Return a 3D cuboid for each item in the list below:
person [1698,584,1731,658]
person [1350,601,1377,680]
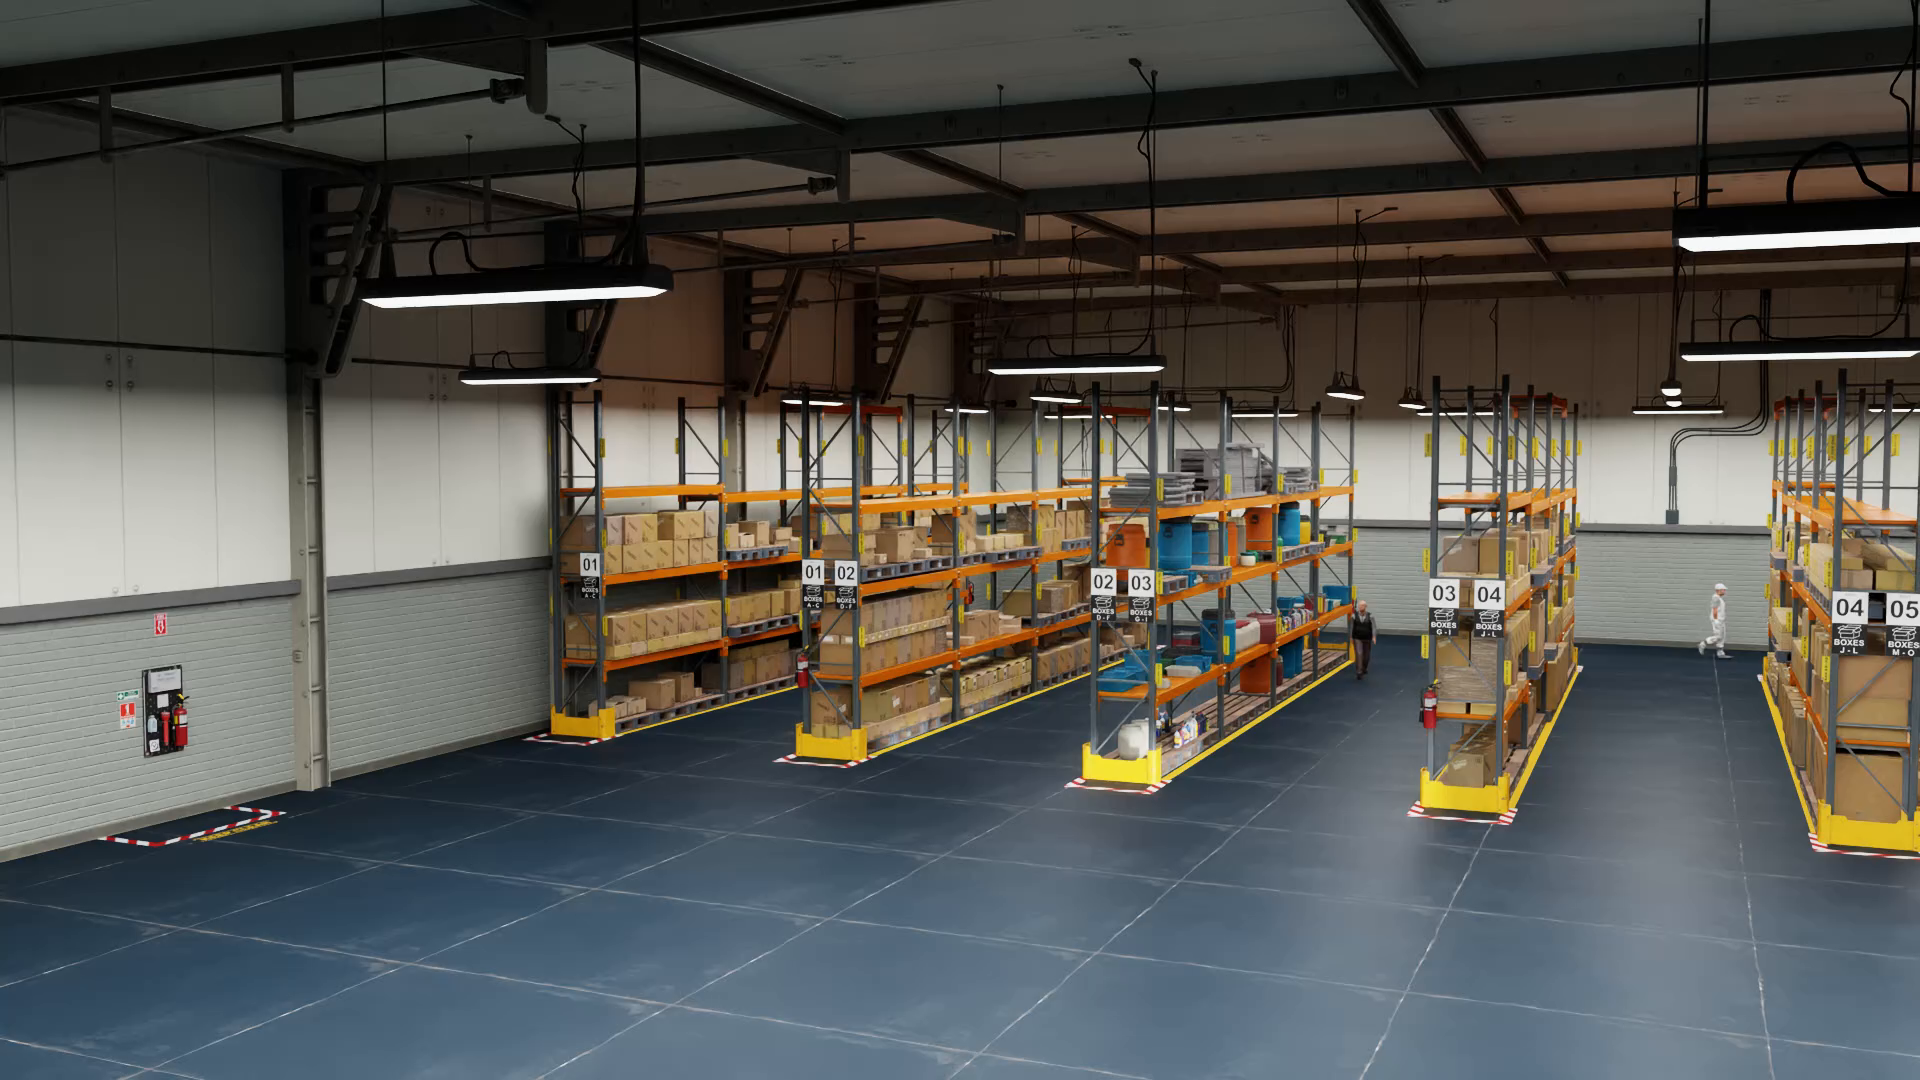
[{"bbox_3d":[17.950,1.920,39.523,0.700,1.779,0.607,2,4,36],"label":"person"},{"bbox_3d":[8.754,2.158,36.065,0.532,1.678,1.046,0,3,6],"label":"person"}]
